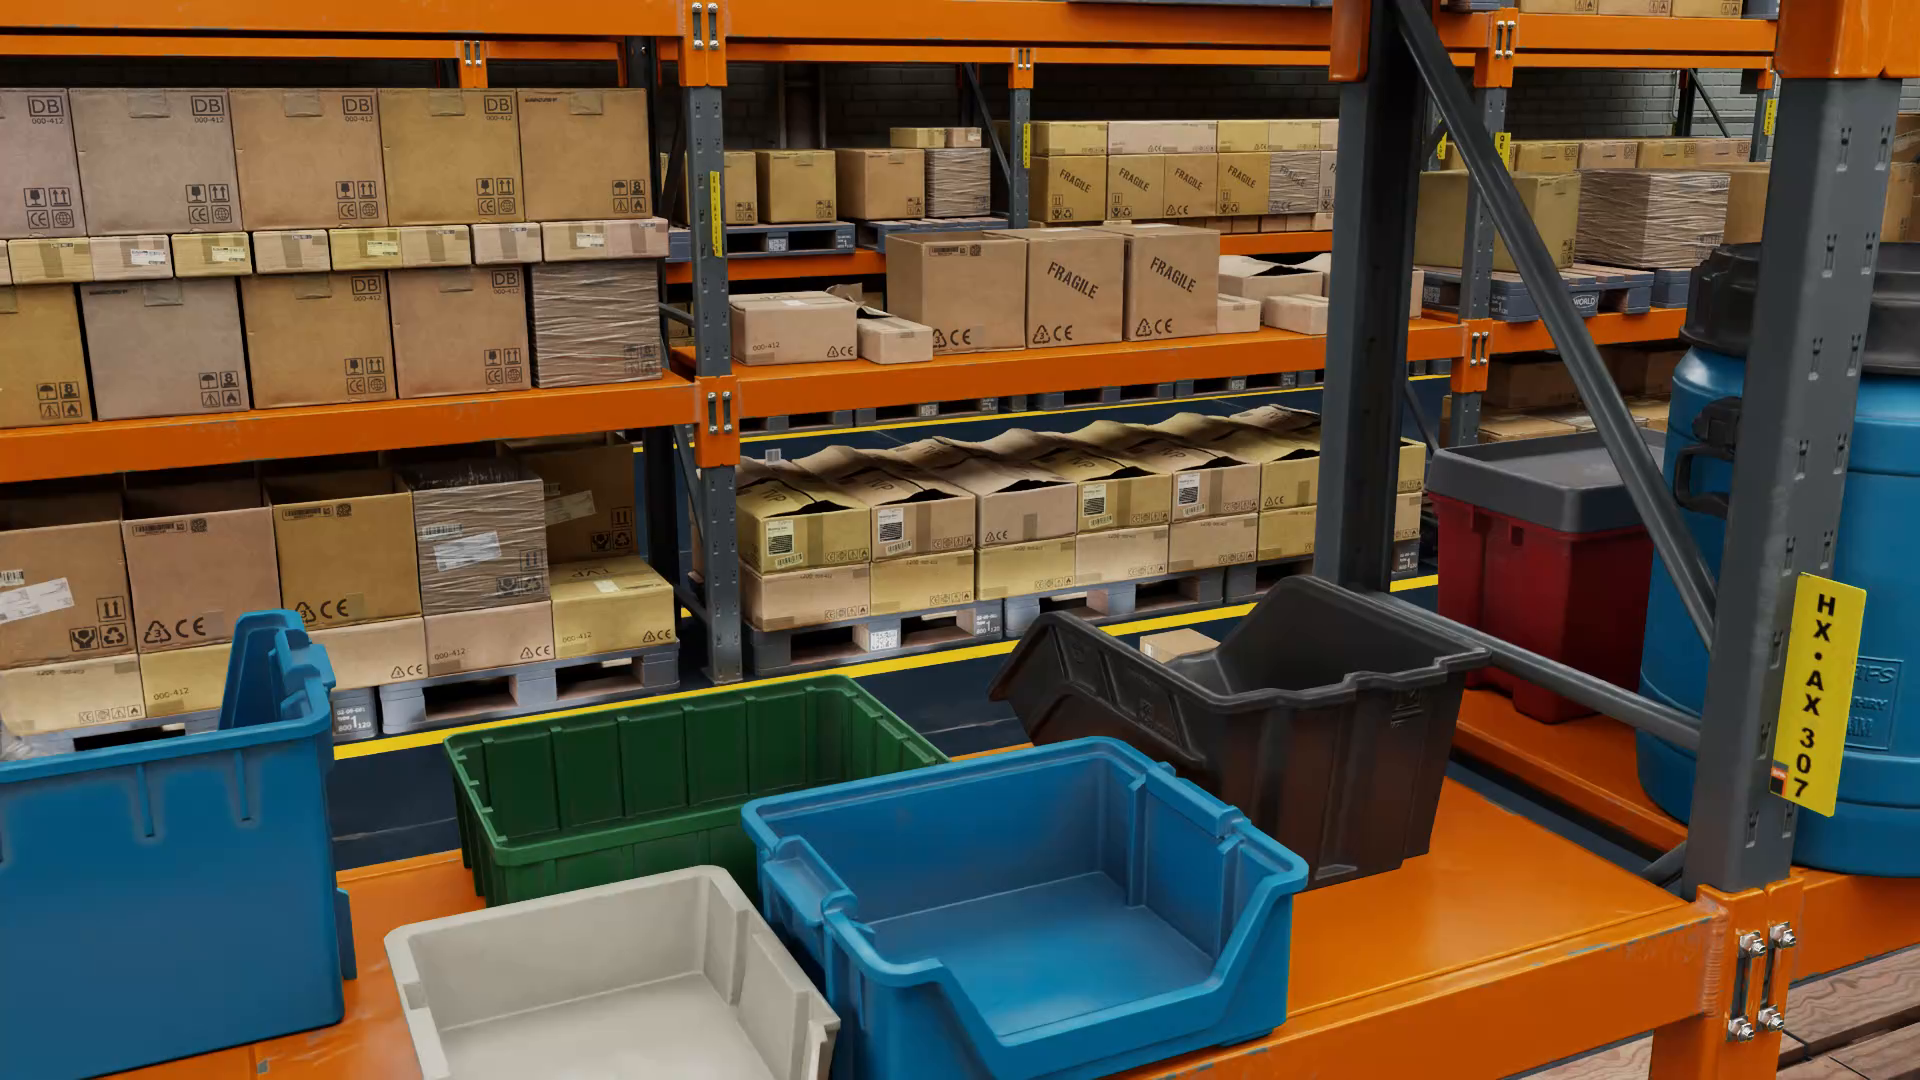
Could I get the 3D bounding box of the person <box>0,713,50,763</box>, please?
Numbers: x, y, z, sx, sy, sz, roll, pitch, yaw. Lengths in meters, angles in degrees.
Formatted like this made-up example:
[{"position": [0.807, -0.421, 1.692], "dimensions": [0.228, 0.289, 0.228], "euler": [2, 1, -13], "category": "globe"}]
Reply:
[{"position": [-3.076, 0.310, 4.844], "dimensions": [1.025, 1.728, 0.587], "euler": [-5, 16, -19], "category": "person"}]
